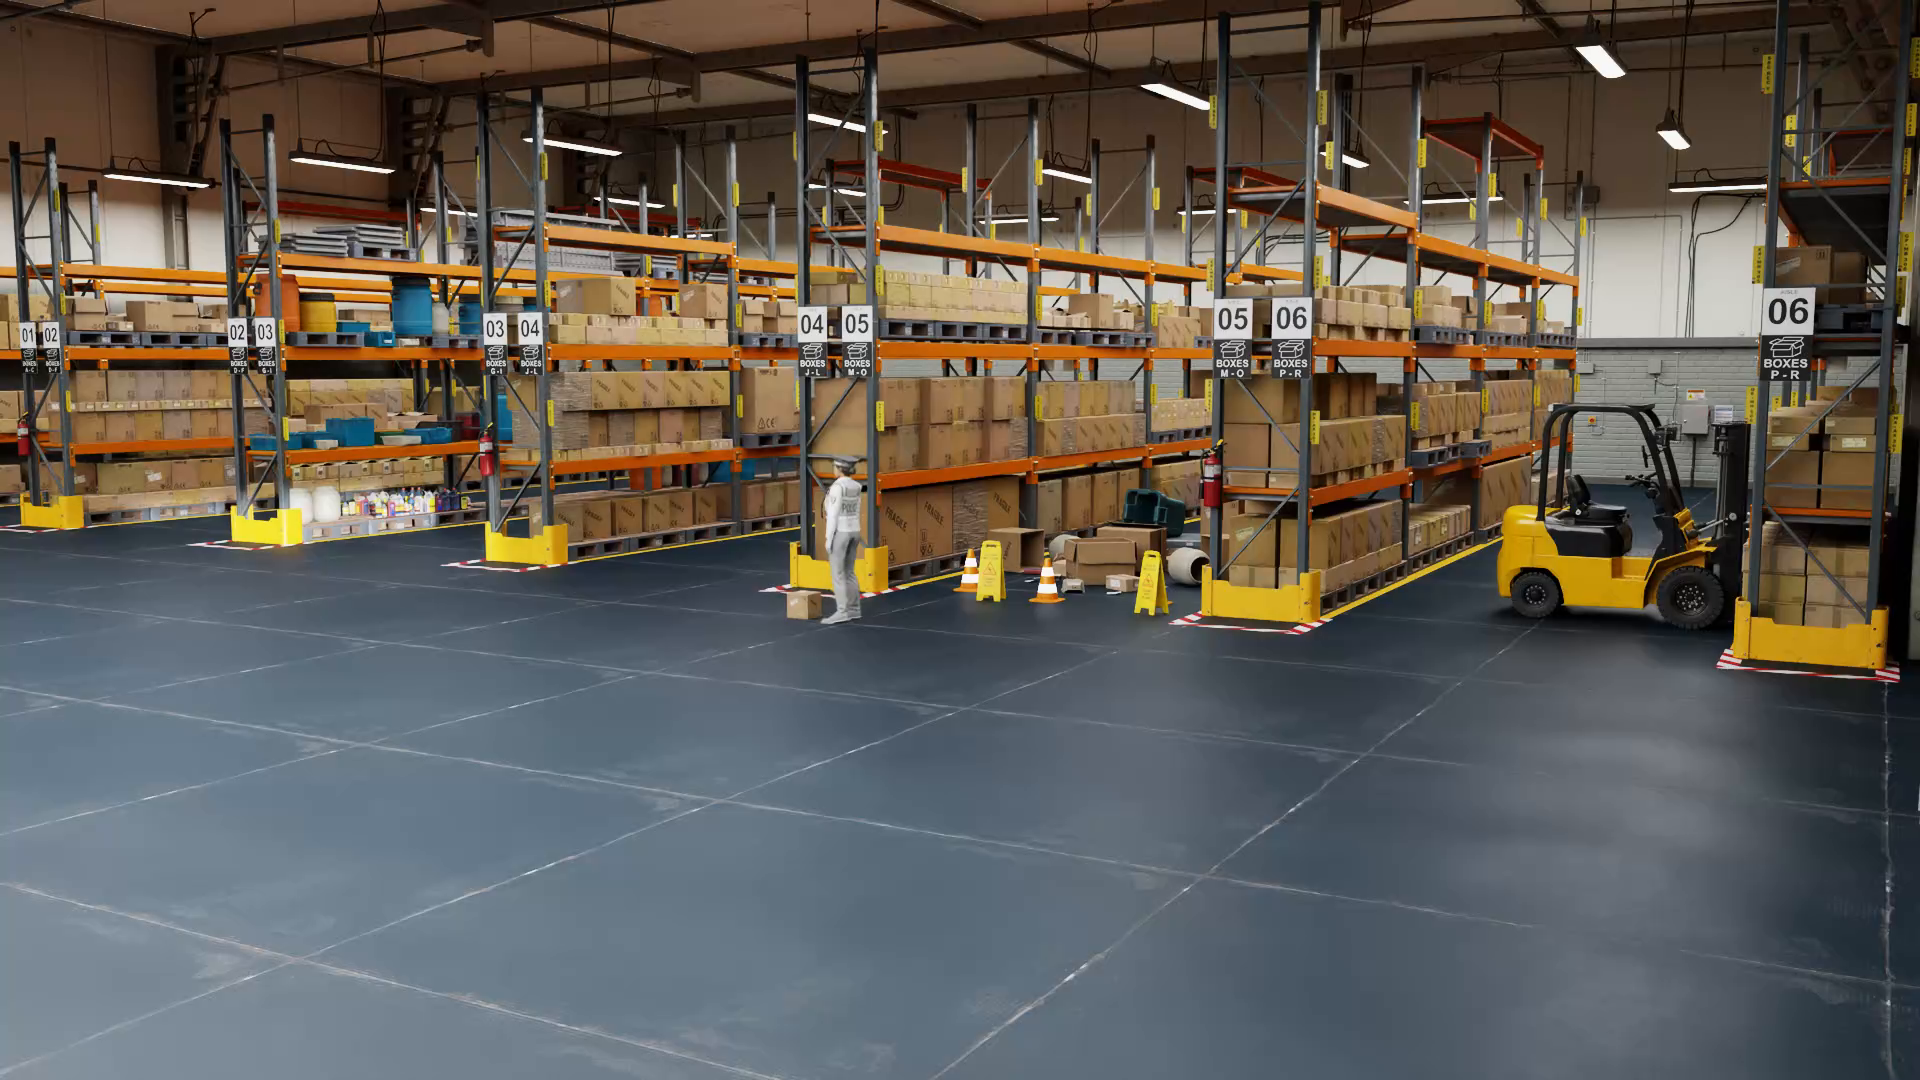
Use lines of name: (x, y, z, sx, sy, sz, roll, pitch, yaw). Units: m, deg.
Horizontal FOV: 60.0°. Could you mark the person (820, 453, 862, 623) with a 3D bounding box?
person: (-1.177, -0.020, 16.546, 0.337, 1.694, 0.477, 4, 7, 30)
